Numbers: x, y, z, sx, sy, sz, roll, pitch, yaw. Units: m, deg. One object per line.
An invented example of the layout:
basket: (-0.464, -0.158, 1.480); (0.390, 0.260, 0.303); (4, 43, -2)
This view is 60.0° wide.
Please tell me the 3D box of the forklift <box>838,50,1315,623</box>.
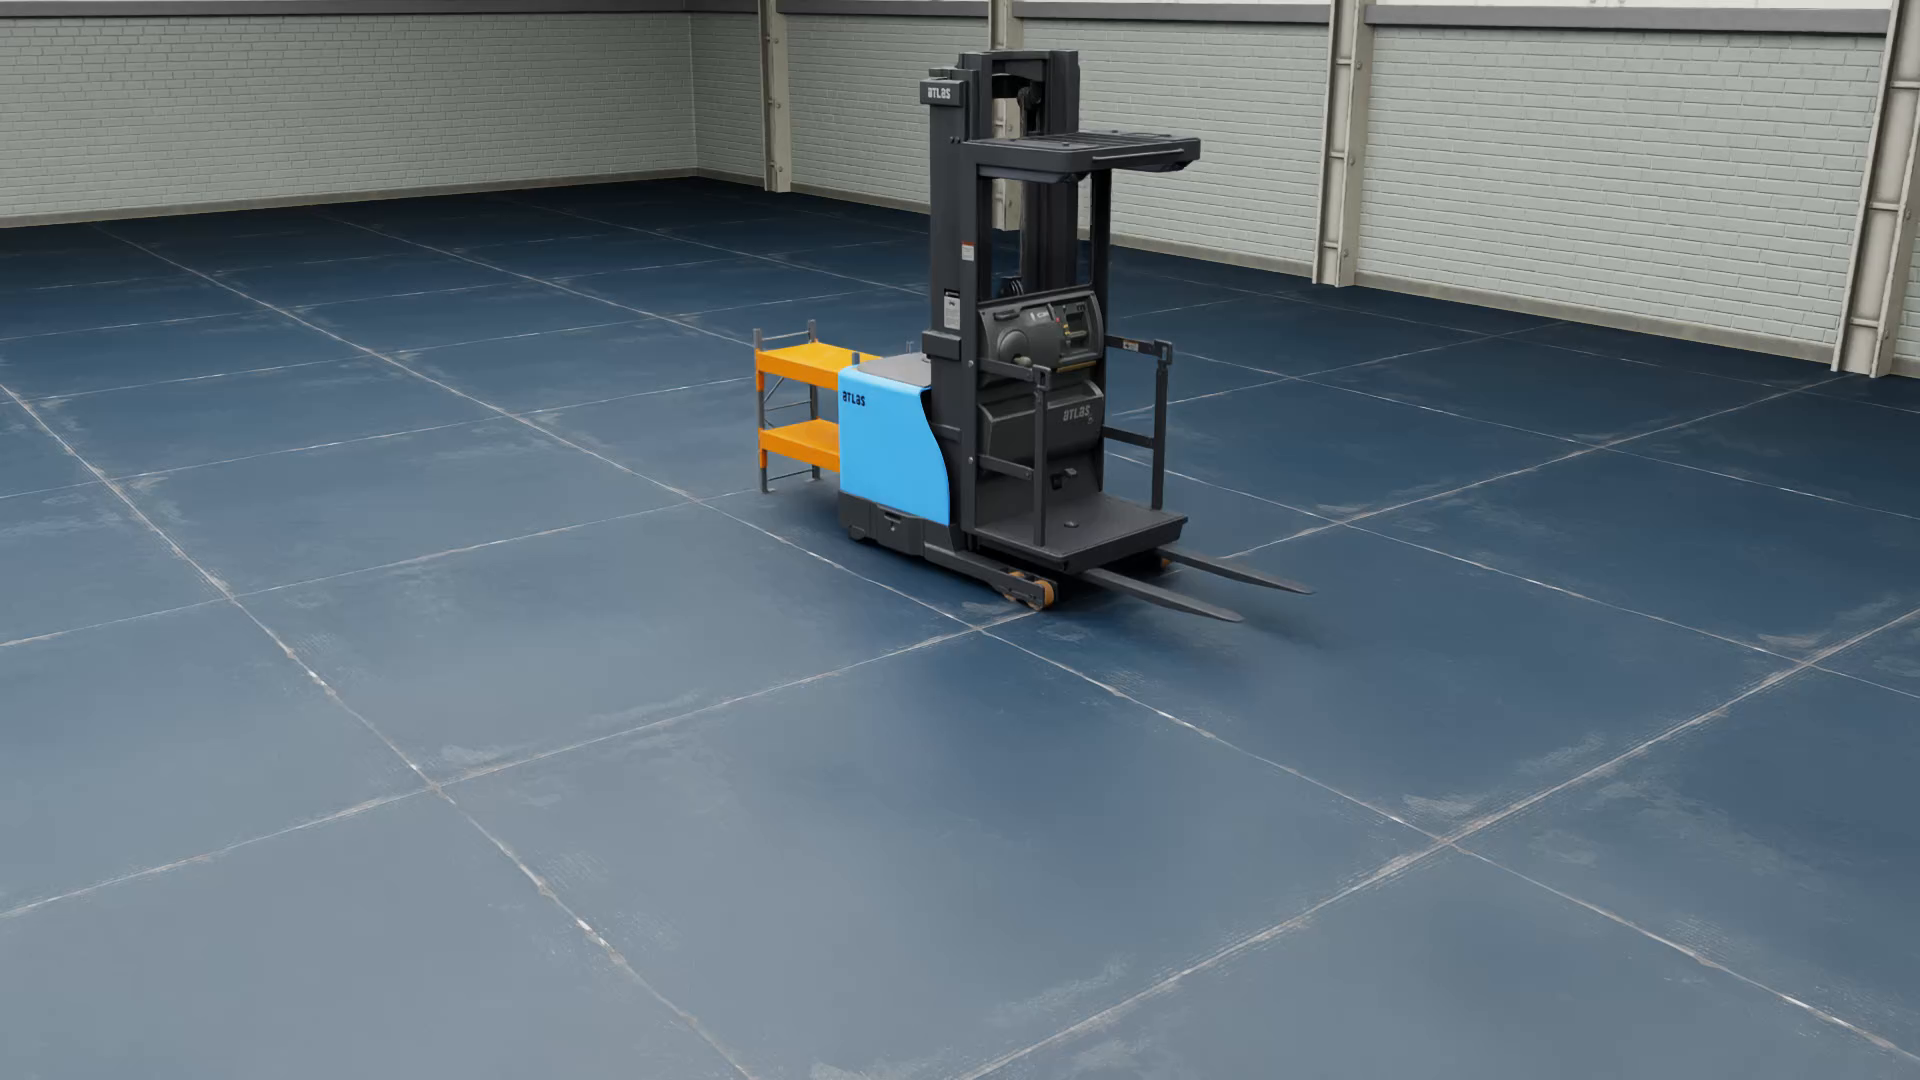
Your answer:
forklift: (0.613, -1.185, 9.280); (1.130, 2.935, 3.031); (-16, 24, -40)

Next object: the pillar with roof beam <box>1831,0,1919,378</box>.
pillar with roof beam: (4.707, -4.941, 10.969); (9.100, 9.000, 0.400); (-14, 23, -36)

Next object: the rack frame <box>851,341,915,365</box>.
rack frame: (-0.480, -0.677, 10.619); (0.500, 1.125, 0.032); (-16, 24, -40)

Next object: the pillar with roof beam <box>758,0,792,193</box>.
pillar with roof beam: (-6.469, -9.377, 24.364); (9.100, 9.000, 0.400); (-14, 23, -36)

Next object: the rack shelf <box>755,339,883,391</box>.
rack shelf: (-0.827, -1.072, 10.879); (0.538, 0.278, 1.000); (-16, 24, -40)

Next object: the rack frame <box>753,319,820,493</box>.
rack frame: (-1.175, -0.911, 11.323); (0.500, 1.125, 0.032); (-16, 24, -40)

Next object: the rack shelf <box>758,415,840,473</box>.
rack shelf: (-0.827, -0.562, 11.048); (0.538, 0.278, 1.000); (-16, 24, -40)

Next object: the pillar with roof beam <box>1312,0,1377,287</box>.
pillar with roof beam: (0.982, -6.420, 15.434); (9.100, 9.000, 0.400); (-14, 23, -36)

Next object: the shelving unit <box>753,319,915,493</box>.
shelving unit: (-0.827, -0.794, 10.971); (0.538, 1.125, 1.048); (-16, 24, -40)

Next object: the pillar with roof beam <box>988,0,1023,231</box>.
pillar with roof beam: (-2.743, -7.898, 19.899); (9.100, 9.000, 0.400); (-14, 23, -36)
